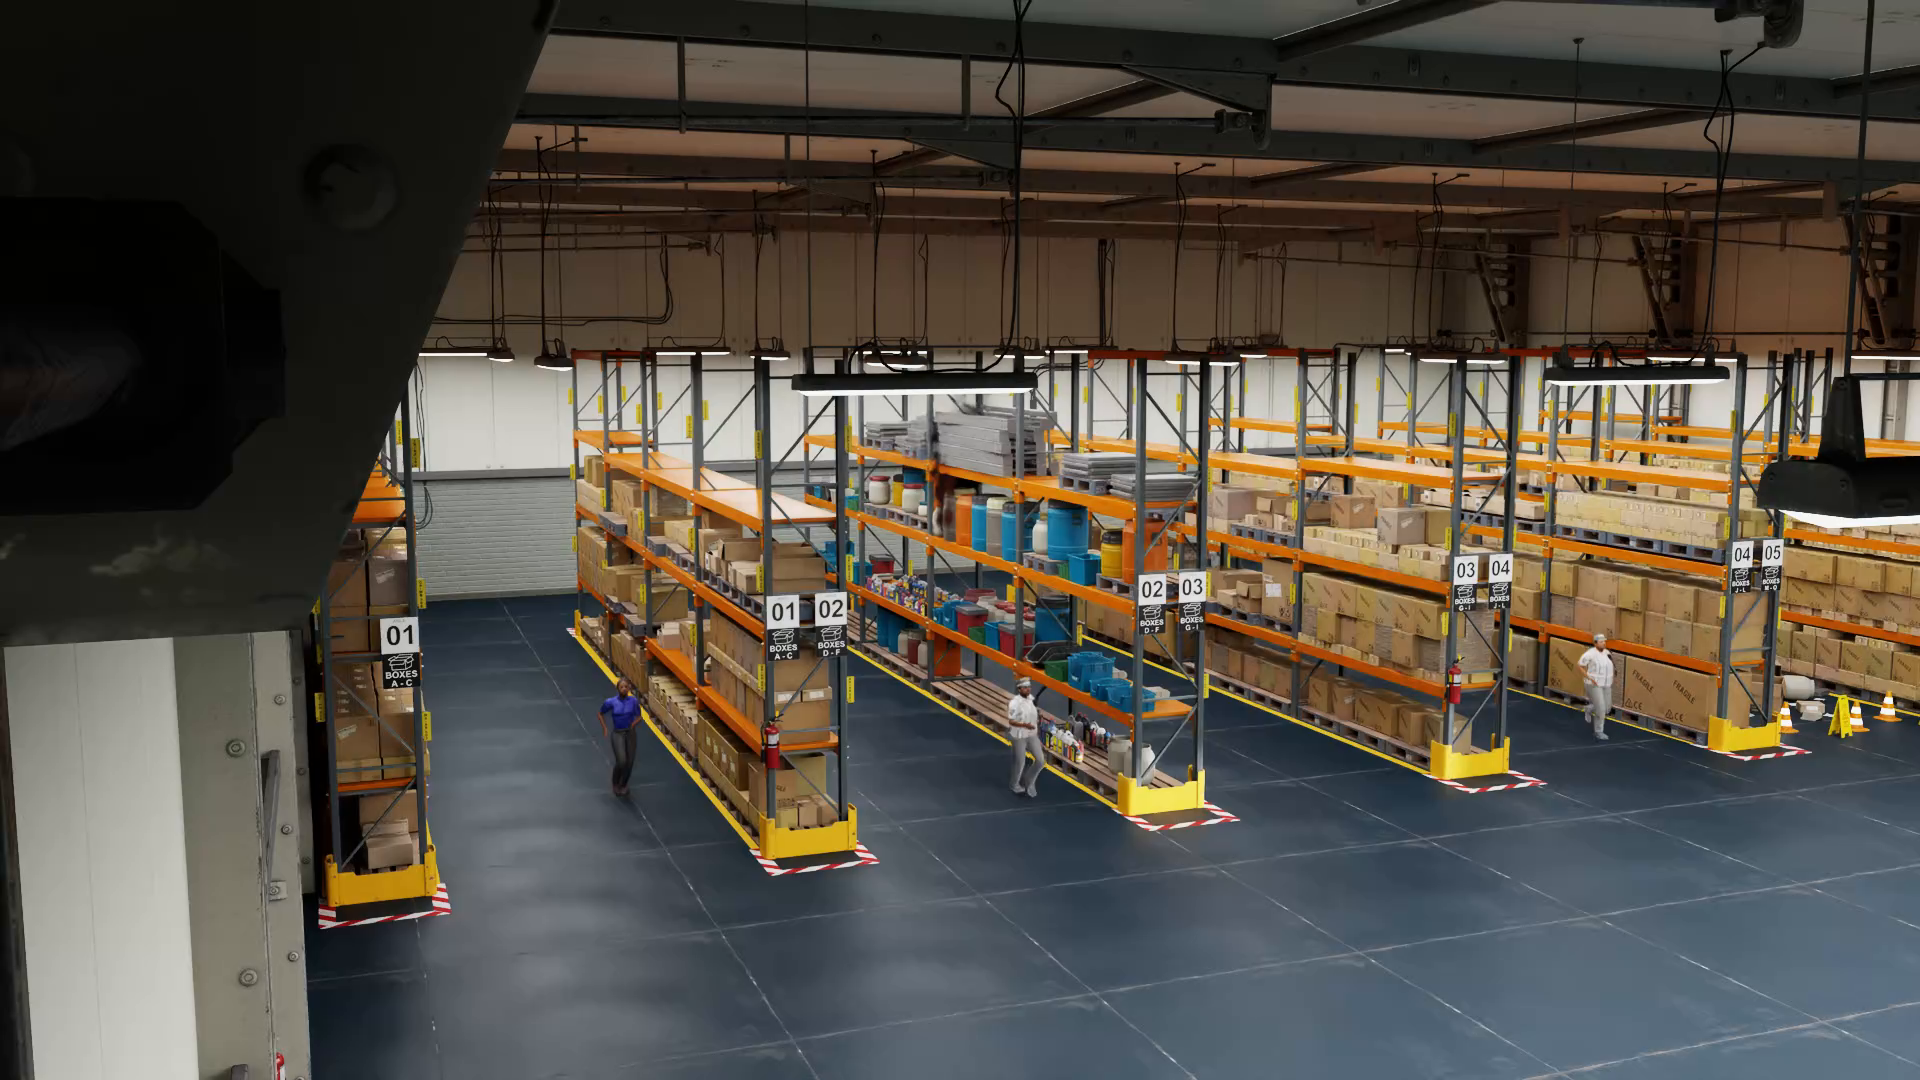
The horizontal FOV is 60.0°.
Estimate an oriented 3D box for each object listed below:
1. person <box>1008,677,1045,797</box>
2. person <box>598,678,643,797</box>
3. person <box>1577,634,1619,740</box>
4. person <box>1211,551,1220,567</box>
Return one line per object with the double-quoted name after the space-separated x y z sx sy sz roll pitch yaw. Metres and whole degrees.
0.904 2.690 22.683 0.548 1.703 0.681 -4 8 -31 "person"
-4.588 2.702 22.661 0.550 1.626 0.646 -4 8 -29 "person"
10.029 2.284 26.236 0.608 1.641 0.670 -3 8 -19 "person"
6.383 0.350 41.449 0.554 1.650 0.602 -4 8 -29 "person"
